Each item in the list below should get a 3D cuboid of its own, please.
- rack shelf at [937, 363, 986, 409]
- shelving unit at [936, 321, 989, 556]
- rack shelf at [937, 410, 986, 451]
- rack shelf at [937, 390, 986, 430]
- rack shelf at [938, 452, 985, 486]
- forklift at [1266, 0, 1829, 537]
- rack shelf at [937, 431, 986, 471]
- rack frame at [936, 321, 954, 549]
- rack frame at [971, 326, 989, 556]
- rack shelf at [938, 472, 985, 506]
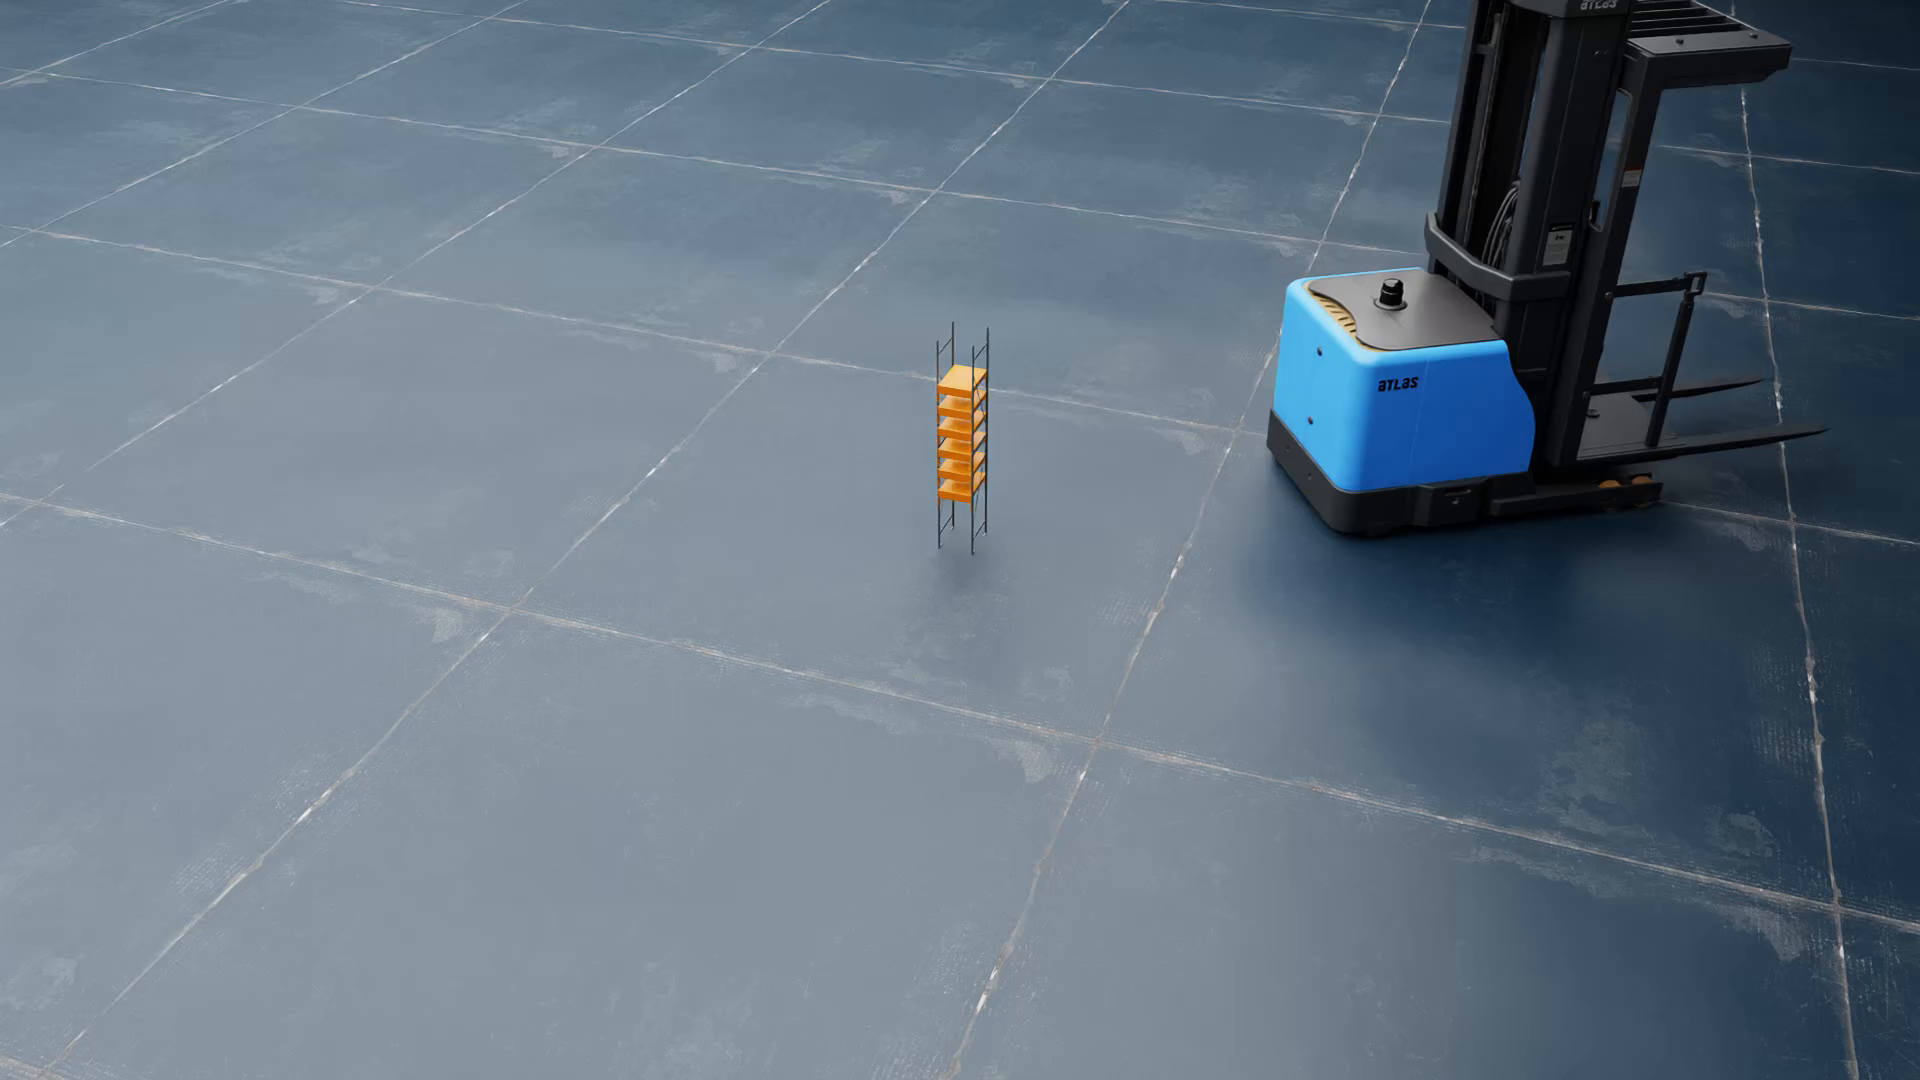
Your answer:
[{"bbox_3d":[0.014,-0.767,8.249,0.180,0.103,0.258,11,34,16],"label":"rack shelf"},{"bbox_3d":[0.014,-0.501,8.420,0.189,1.200,0.258,11,34,16],"label":"shelving unit"},{"bbox_3d":[0.014,-0.565,8.379,0.180,0.103,0.258,11,34,16],"label":"rack shelf"},{"bbox_3d":[0.014,-0.666,8.314,0.180,0.103,0.258,11,34,16],"label":"rack shelf"},{"bbox_3d":[0.014,-0.363,8.510,0.180,0.103,0.258,11,34,16],"label":"rack shelf"},{"bbox_3d":[3.313,-1.659,8.617,3.031,2.935,1.130,-7,34,-11],"label":"forklift"},{"bbox_3d":[0.014,-0.464,8.445,0.180,0.103,0.258,11,34,16],"label":"rack shelf"},{"bbox_3d":[-0.073,-0.518,8.446,0.006,1.200,0.240,11,34,16],"label":"rack frame"},{"bbox_3d":[0.100,-0.485,8.395,0.006,1.200,0.240,11,34,16],"label":"rack frame"},{"bbox_3d":[0.014,-0.262,8.575,0.180,0.103,0.258,11,34,16],"label":"rack shelf"}]
